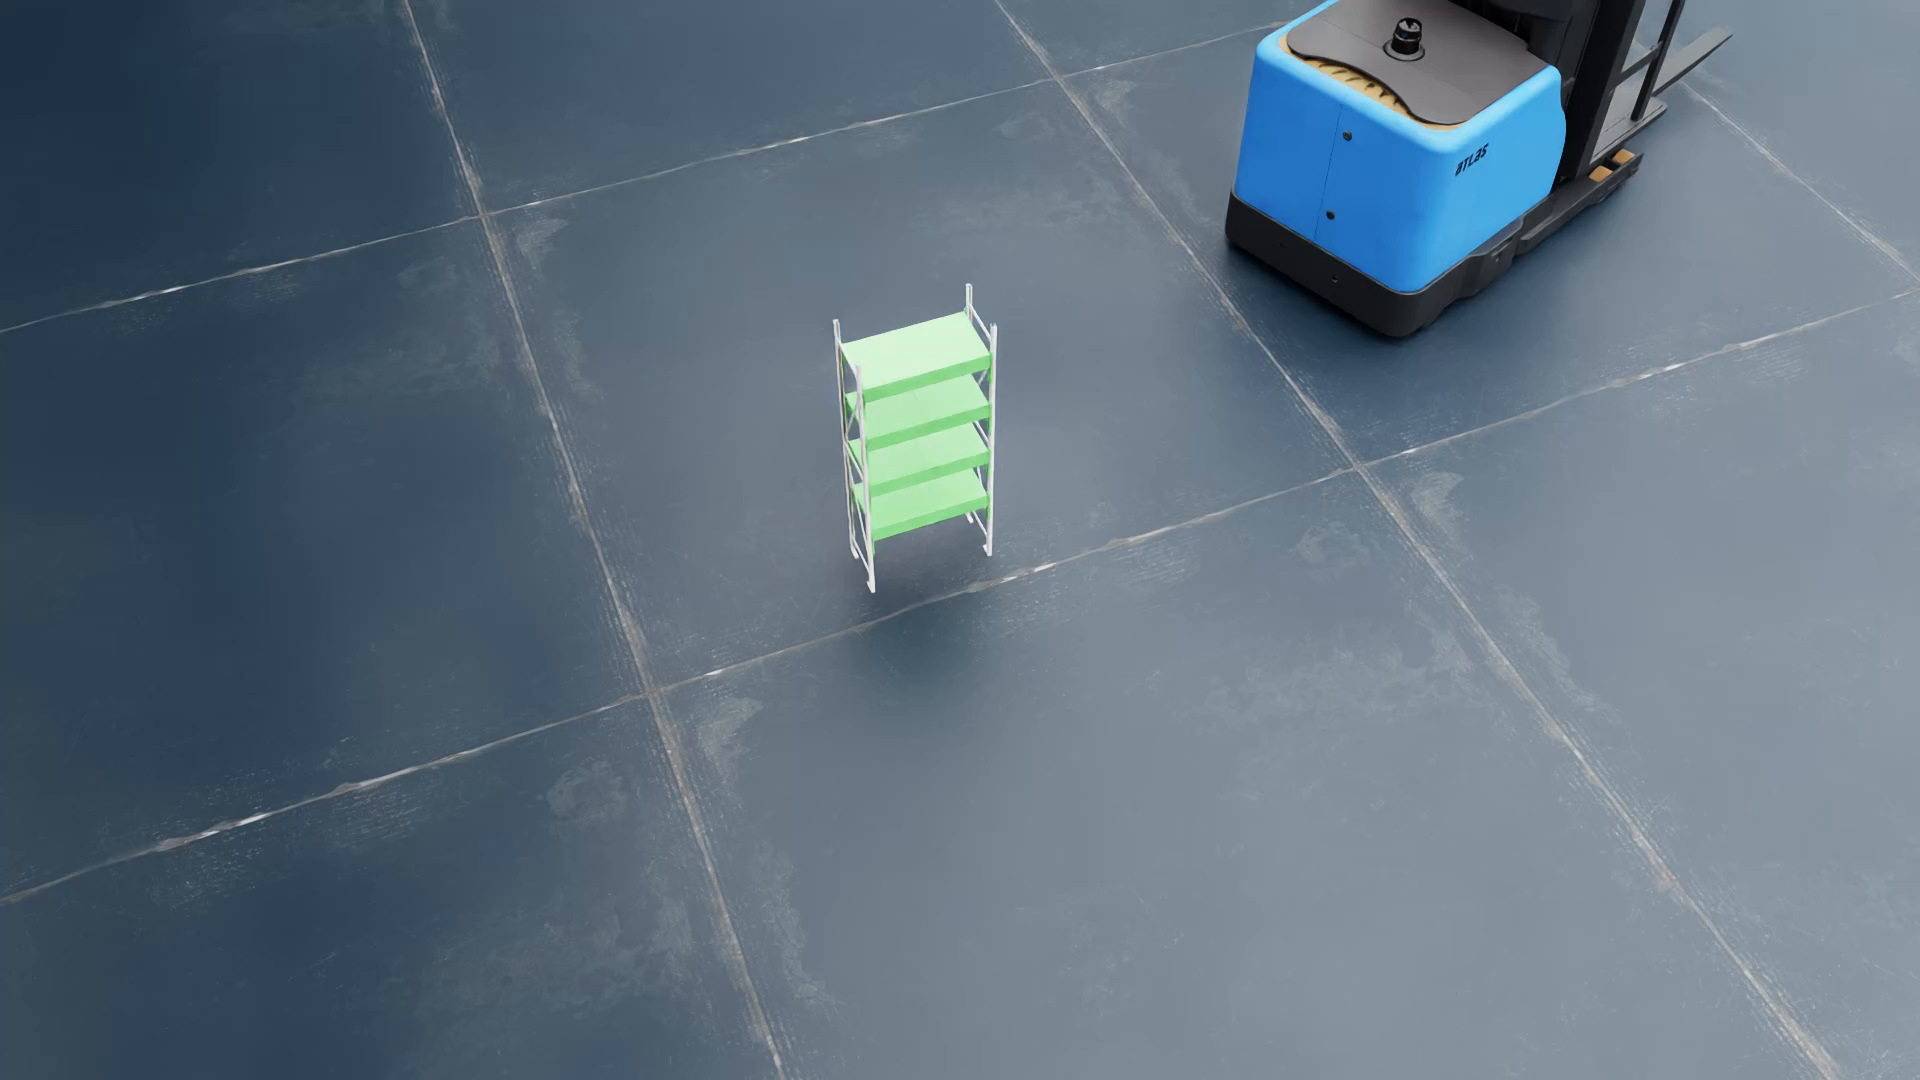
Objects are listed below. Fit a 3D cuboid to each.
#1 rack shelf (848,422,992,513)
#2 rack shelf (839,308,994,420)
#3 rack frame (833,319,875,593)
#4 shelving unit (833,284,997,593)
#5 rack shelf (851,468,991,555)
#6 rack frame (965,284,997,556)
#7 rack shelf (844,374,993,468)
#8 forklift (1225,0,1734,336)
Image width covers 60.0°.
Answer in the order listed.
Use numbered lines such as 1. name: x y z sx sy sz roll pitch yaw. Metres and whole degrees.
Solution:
1. rack shelf: -0.153 -0.302 6.143 0.480 0.148 0.258 -17 52 -14
2. rack shelf: -0.153 -0.615 5.779 0.480 0.148 0.258 -17 52 -14
3. rack frame: -0.379 -0.273 6.035 0.015 1.200 0.240 -17 52 -14
4. shelving unit: -0.153 -0.343 6.095 0.503 1.200 0.258 -17 52 -14
5. rack shelf: -0.153 -0.145 6.325 0.480 0.148 0.258 -17 52 -14
6. rack frame: 0.073 -0.413 6.155 0.015 1.200 0.240 -17 52 -14
7. rack shelf: -0.153 -0.458 5.961 0.480 0.148 0.258 -17 52 -14
8. forklift: 2.649 -2.838 7.096 3.031 2.935 1.130 -35 58 -26
